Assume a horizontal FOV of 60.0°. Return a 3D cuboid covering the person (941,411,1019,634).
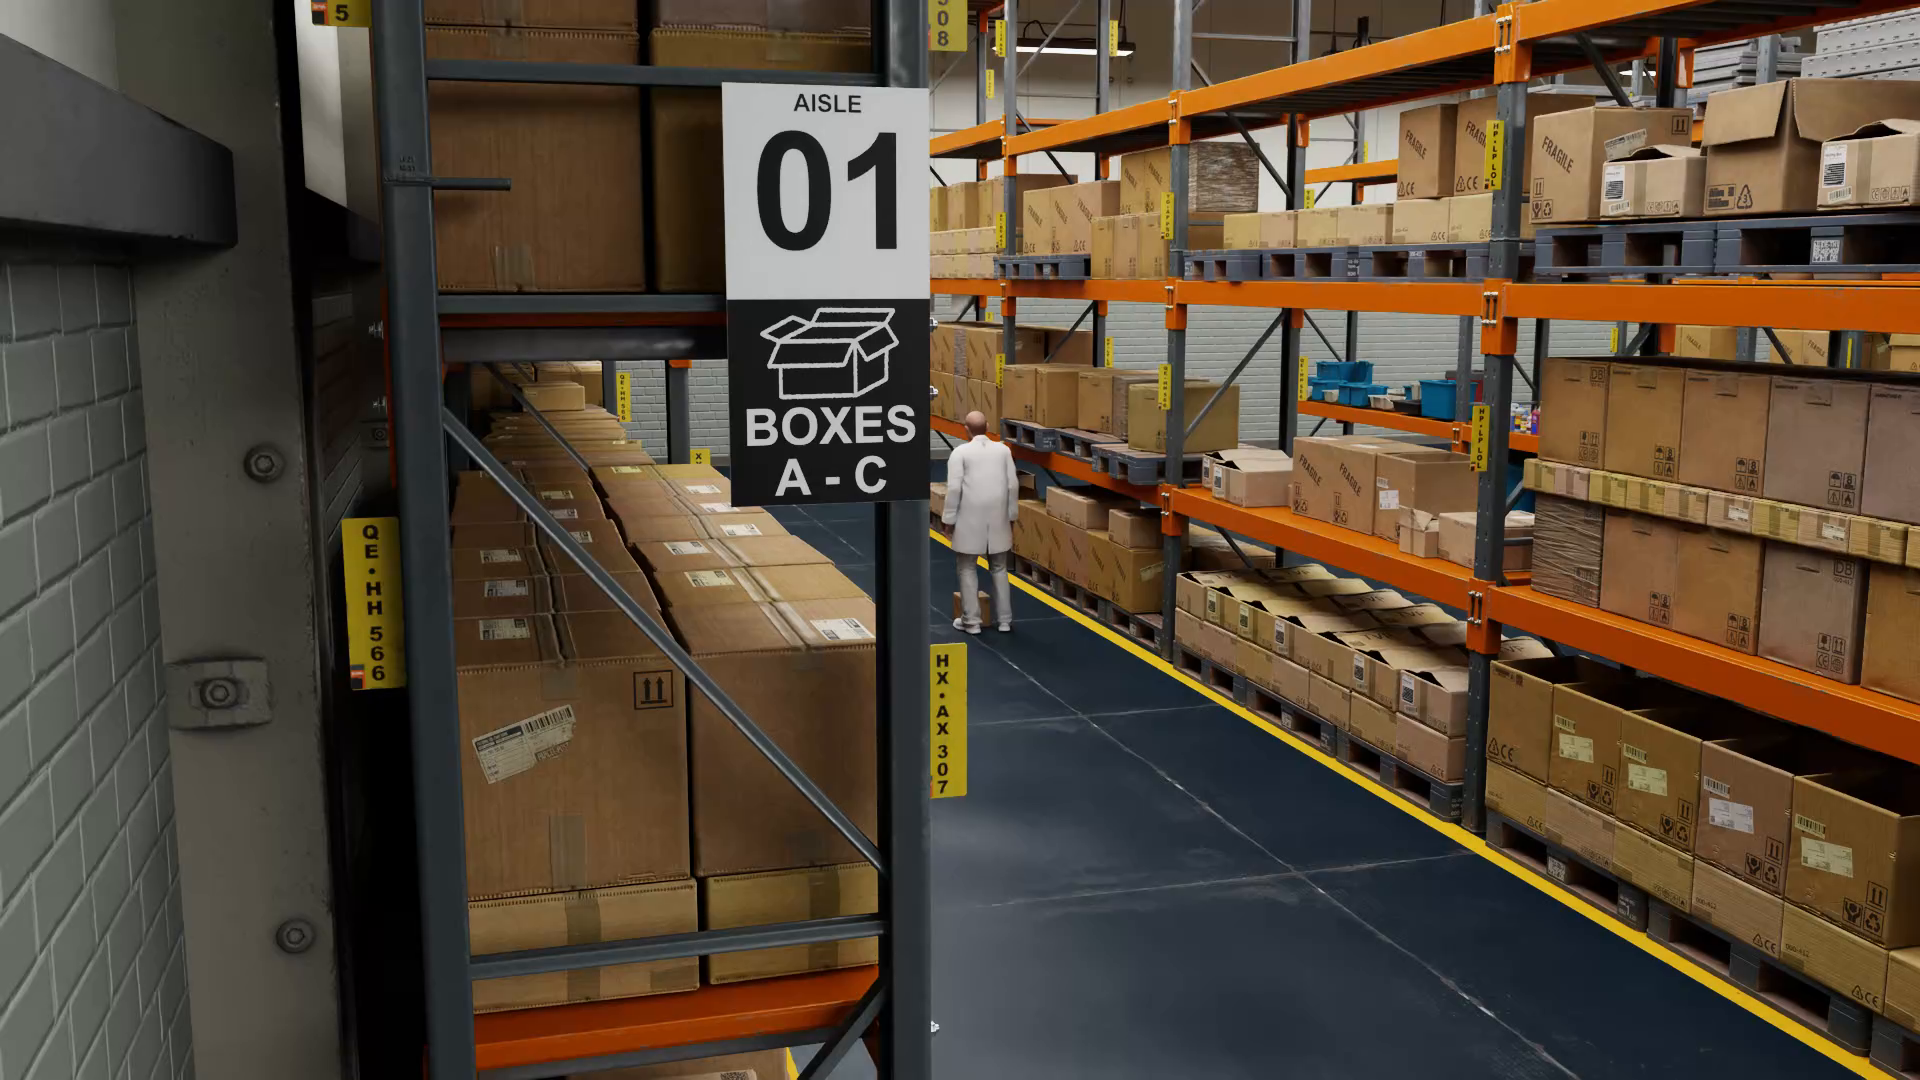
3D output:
[{"bbox_3d":[0.161,-0.145,13.325,0.652,1.773,0.425,-3,10,-19],"label":"person"}]
